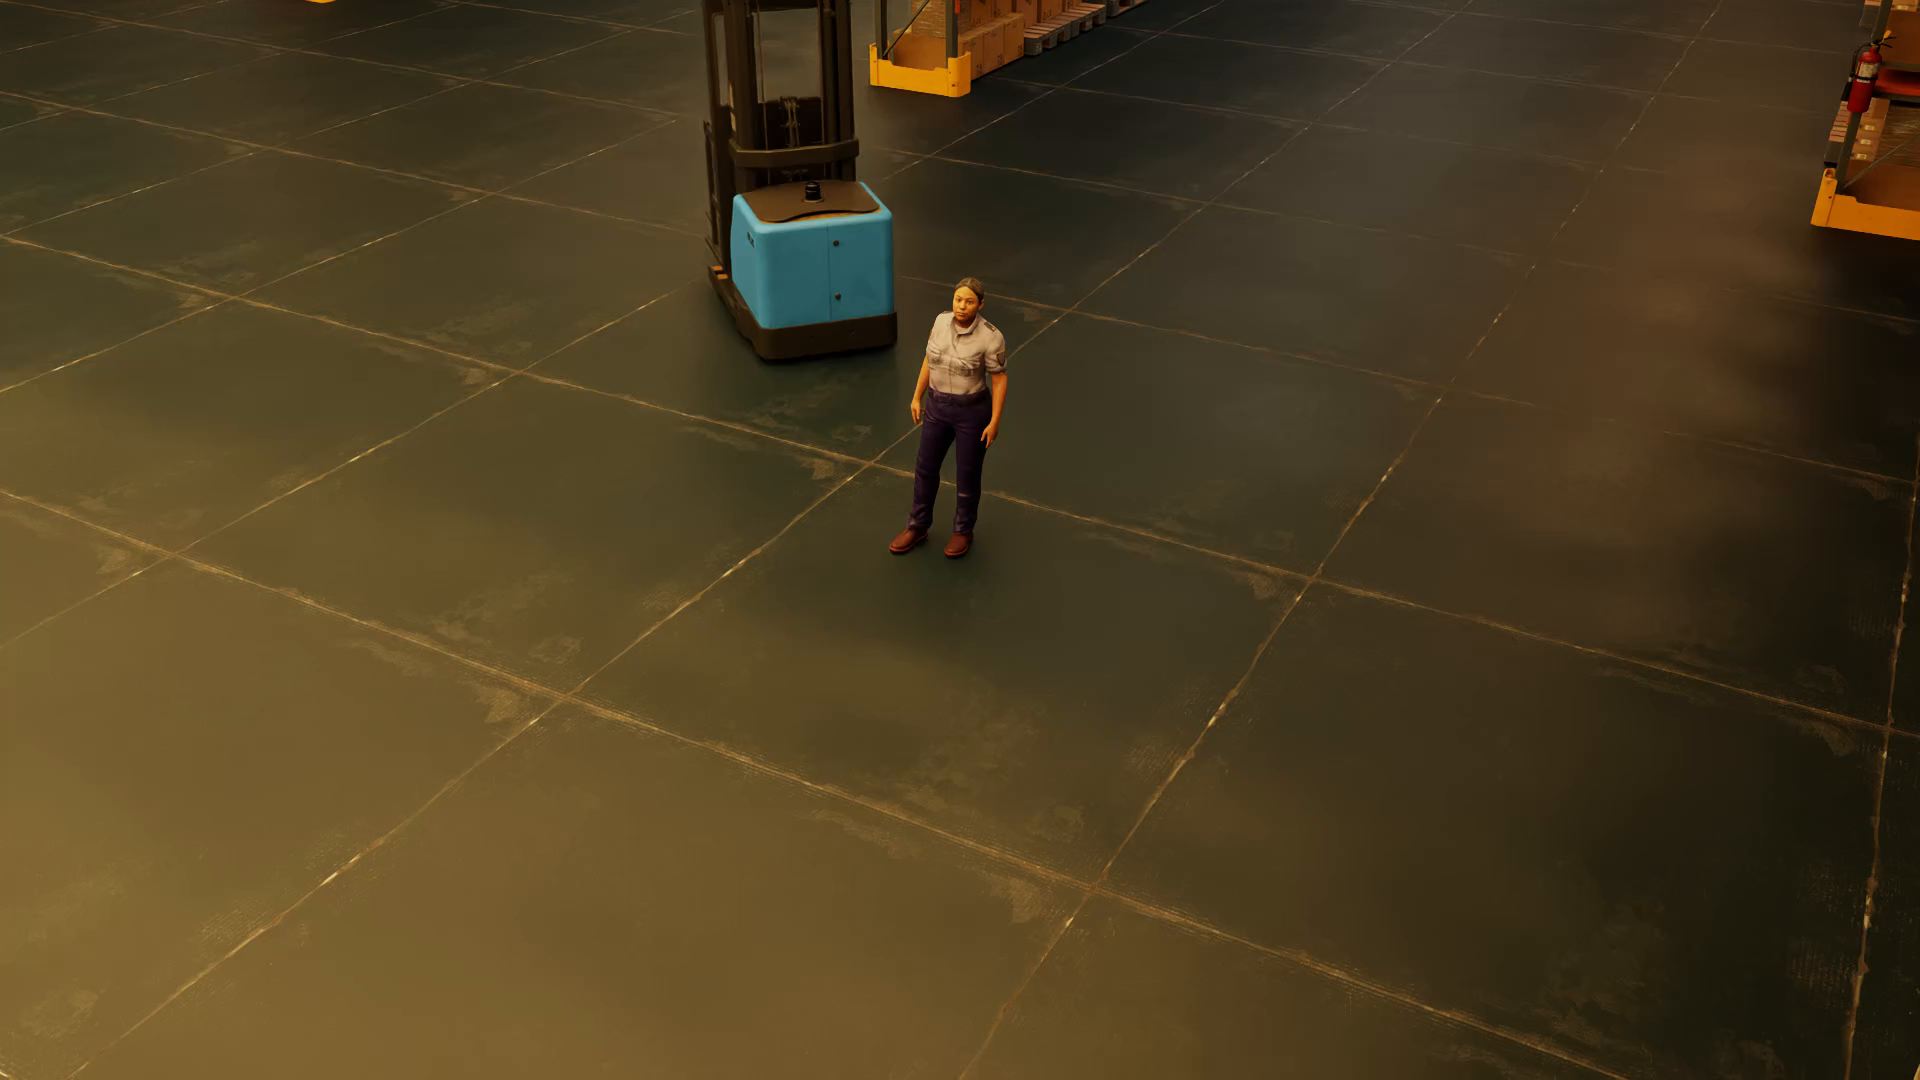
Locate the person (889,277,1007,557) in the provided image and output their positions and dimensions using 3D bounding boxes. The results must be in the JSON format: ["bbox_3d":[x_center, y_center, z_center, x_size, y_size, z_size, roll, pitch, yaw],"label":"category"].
[{"bbox_3d":[-0.064,-0.686,9.529,0.598,1.651,0.502,15,33,25],"label":"person"}]

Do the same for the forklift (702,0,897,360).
[{"bbox_3d":[-1.421,-3.308,12.803,1.130,2.935,3.031,-10,31,-16],"label":"forklift"}]
